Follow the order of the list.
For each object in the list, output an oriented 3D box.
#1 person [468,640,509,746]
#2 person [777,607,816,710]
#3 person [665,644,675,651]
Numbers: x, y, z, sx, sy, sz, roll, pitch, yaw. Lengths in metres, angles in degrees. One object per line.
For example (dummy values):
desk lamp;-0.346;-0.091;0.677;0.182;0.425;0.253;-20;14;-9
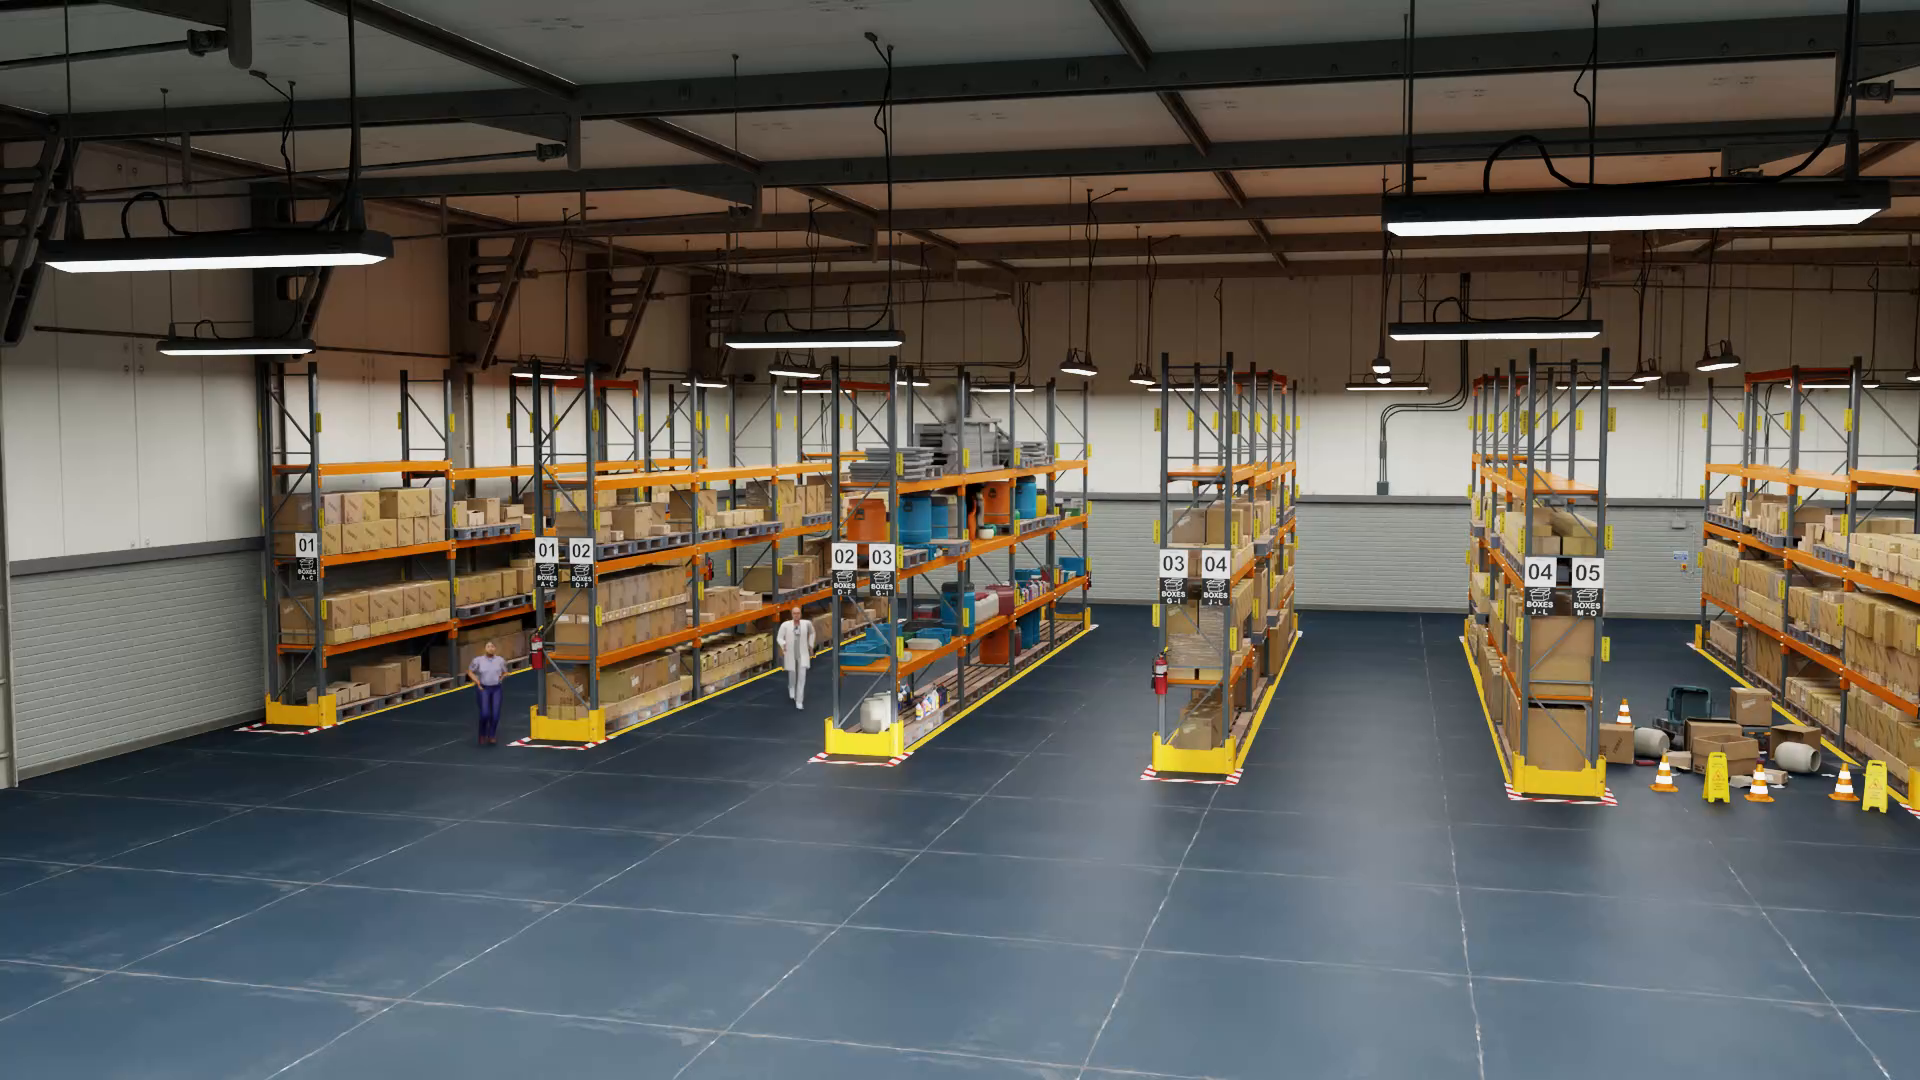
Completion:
person;-7.296;2.396;25.843;0.599;1.657;0.561;-2;5;-28
person;-2.896;2.055;29.451;0.696;1.772;0.977;-1;4;-8
person;-5.992;1.766;34.116;0.585;1.649;0.690;1;4;9
